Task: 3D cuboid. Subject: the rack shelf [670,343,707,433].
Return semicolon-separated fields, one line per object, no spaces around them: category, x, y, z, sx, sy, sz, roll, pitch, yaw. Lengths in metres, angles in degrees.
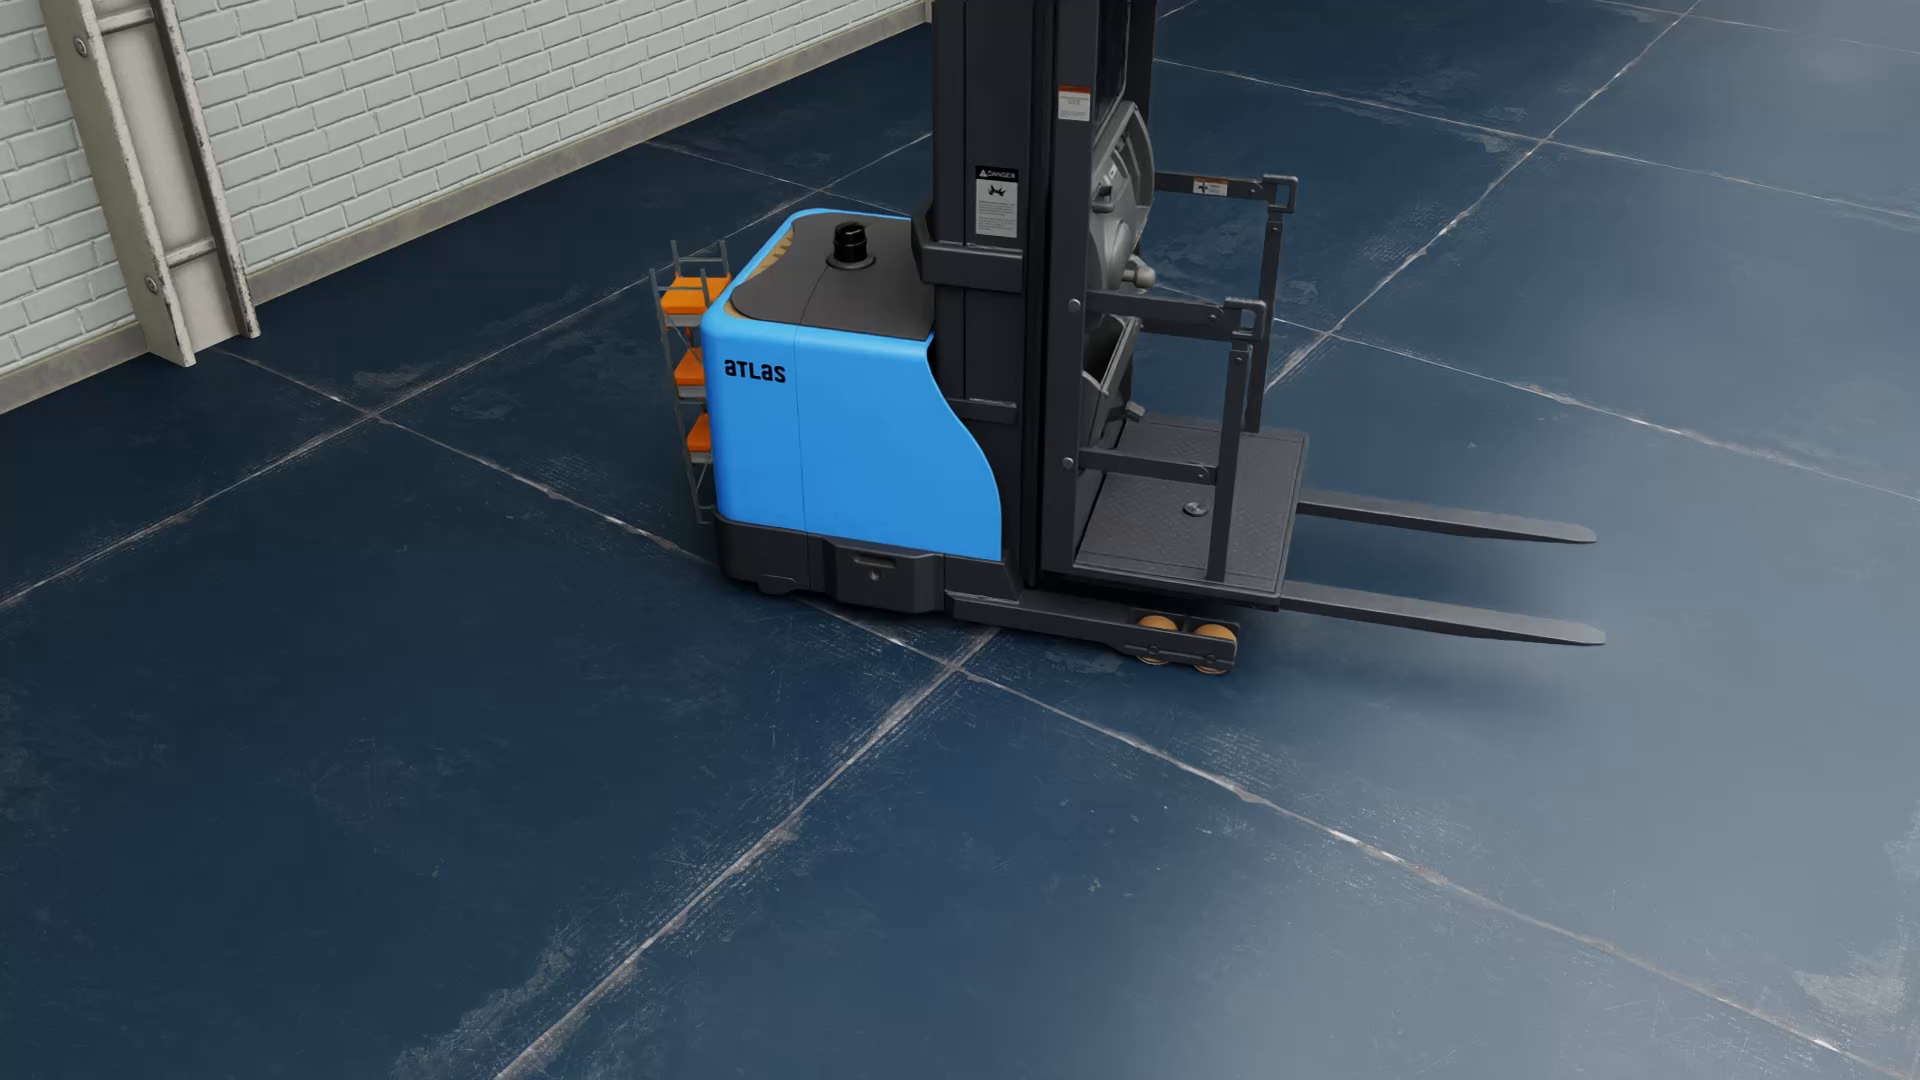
rack shelf;-0.920;-0.557;6.142;0.215;0.259;0.240;2;34;10

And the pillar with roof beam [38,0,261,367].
pillar with roof beam;0.085;-3.258;3.035;9.100;9.000;0.400;21;39;28

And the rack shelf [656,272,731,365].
rack shelf;-0.941;-0.794;5.987;0.215;0.259;0.240;2;34;10

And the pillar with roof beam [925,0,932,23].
pillar with roof beam;3.506;-6.020;7.118;9.100;9.000;0.400;21;39;28

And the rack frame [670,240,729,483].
rack frame;-0.901;-0.633;6.236;0.200;1.050;0.008;2;34;10

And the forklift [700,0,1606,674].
forklift;0.705;-1.095;5.252;3.031;2.935;1.130;9;35;12

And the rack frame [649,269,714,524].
rack frame;-0.940;-0.499;6.036;0.200;1.050;0.008;2;34;10

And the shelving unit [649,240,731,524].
shelving unit;-0.920;-0.566;6.136;0.215;1.050;0.252;2;34;10

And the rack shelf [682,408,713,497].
rack shelf;-0.899;-0.325;6.294;0.215;0.259;0.240;2;34;10
